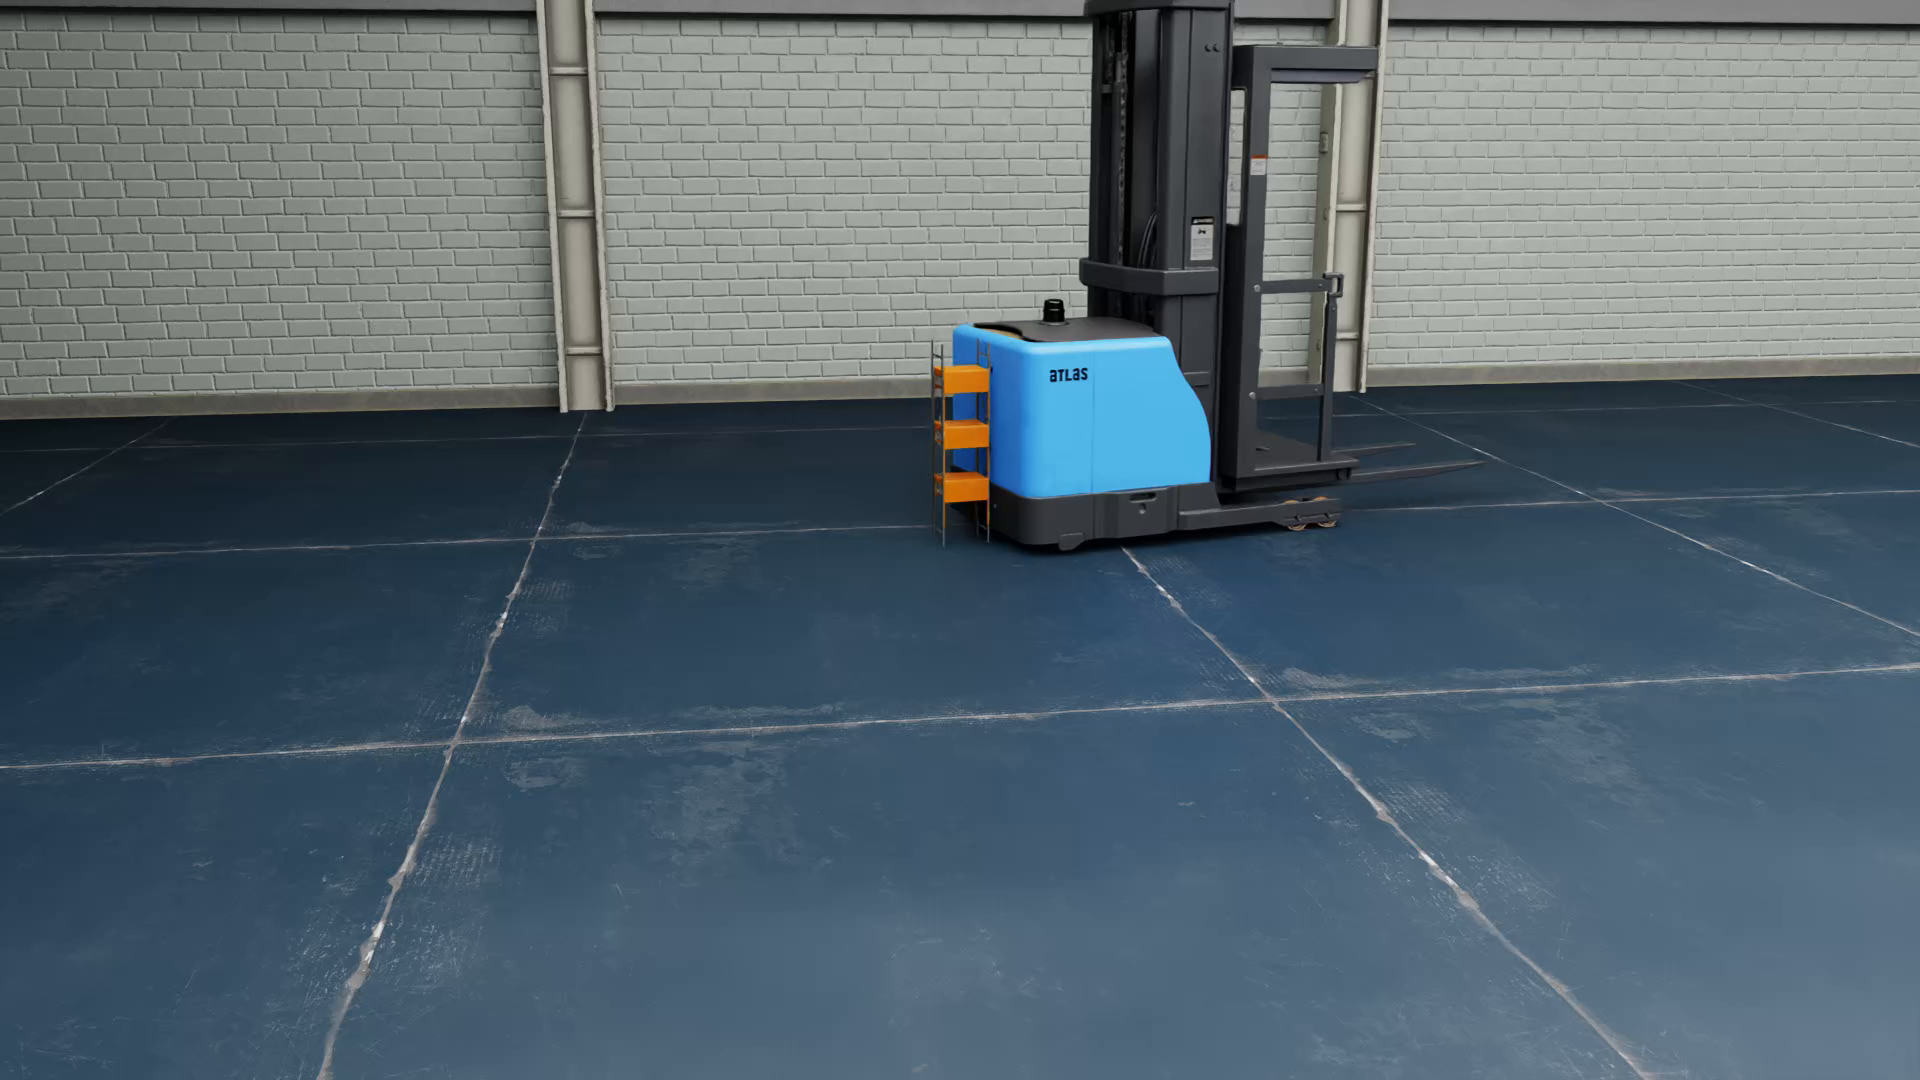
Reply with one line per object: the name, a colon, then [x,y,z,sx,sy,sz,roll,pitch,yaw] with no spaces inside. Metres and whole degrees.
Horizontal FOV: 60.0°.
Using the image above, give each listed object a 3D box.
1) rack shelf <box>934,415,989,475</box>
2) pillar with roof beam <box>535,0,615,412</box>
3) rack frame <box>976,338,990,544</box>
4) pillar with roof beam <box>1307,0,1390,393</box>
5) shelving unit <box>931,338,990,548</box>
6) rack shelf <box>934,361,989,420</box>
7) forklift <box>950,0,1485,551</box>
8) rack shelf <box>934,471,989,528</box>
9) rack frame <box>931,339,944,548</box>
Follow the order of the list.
rack shelf: [0.003,-0.490,8.563,0.240,0.259,0.215,-4,15,-17]
pillar with roof beam: [-2.212,-4.340,7.527,0.400,9.000,9.100,-2,14,-8]
rack frame: [0.119,-0.510,8.596,0.008,1.050,0.200,-4,15,-17]
pillar with roof beam: [3.721,-4.557,8.394,0.400,9.000,9.100,-2,14,-8]
shelving unit: [0.003,-0.501,8.560,0.252,1.050,0.215,-4,15,-17]
rack shelf: [0.003,-0.766,8.494,0.240,0.259,0.215,-4,15,-17]
forklift: [1.511,-1.581,9.001,3.031,2.935,1.130,-6,15,-23]
rack shelf: [0.003,-0.221,8.630,0.240,0.259,0.215,-4,15,-17]
rack frame: [-0.114,-0.492,8.525,0.008,1.050,0.200,-4,15,-17]
